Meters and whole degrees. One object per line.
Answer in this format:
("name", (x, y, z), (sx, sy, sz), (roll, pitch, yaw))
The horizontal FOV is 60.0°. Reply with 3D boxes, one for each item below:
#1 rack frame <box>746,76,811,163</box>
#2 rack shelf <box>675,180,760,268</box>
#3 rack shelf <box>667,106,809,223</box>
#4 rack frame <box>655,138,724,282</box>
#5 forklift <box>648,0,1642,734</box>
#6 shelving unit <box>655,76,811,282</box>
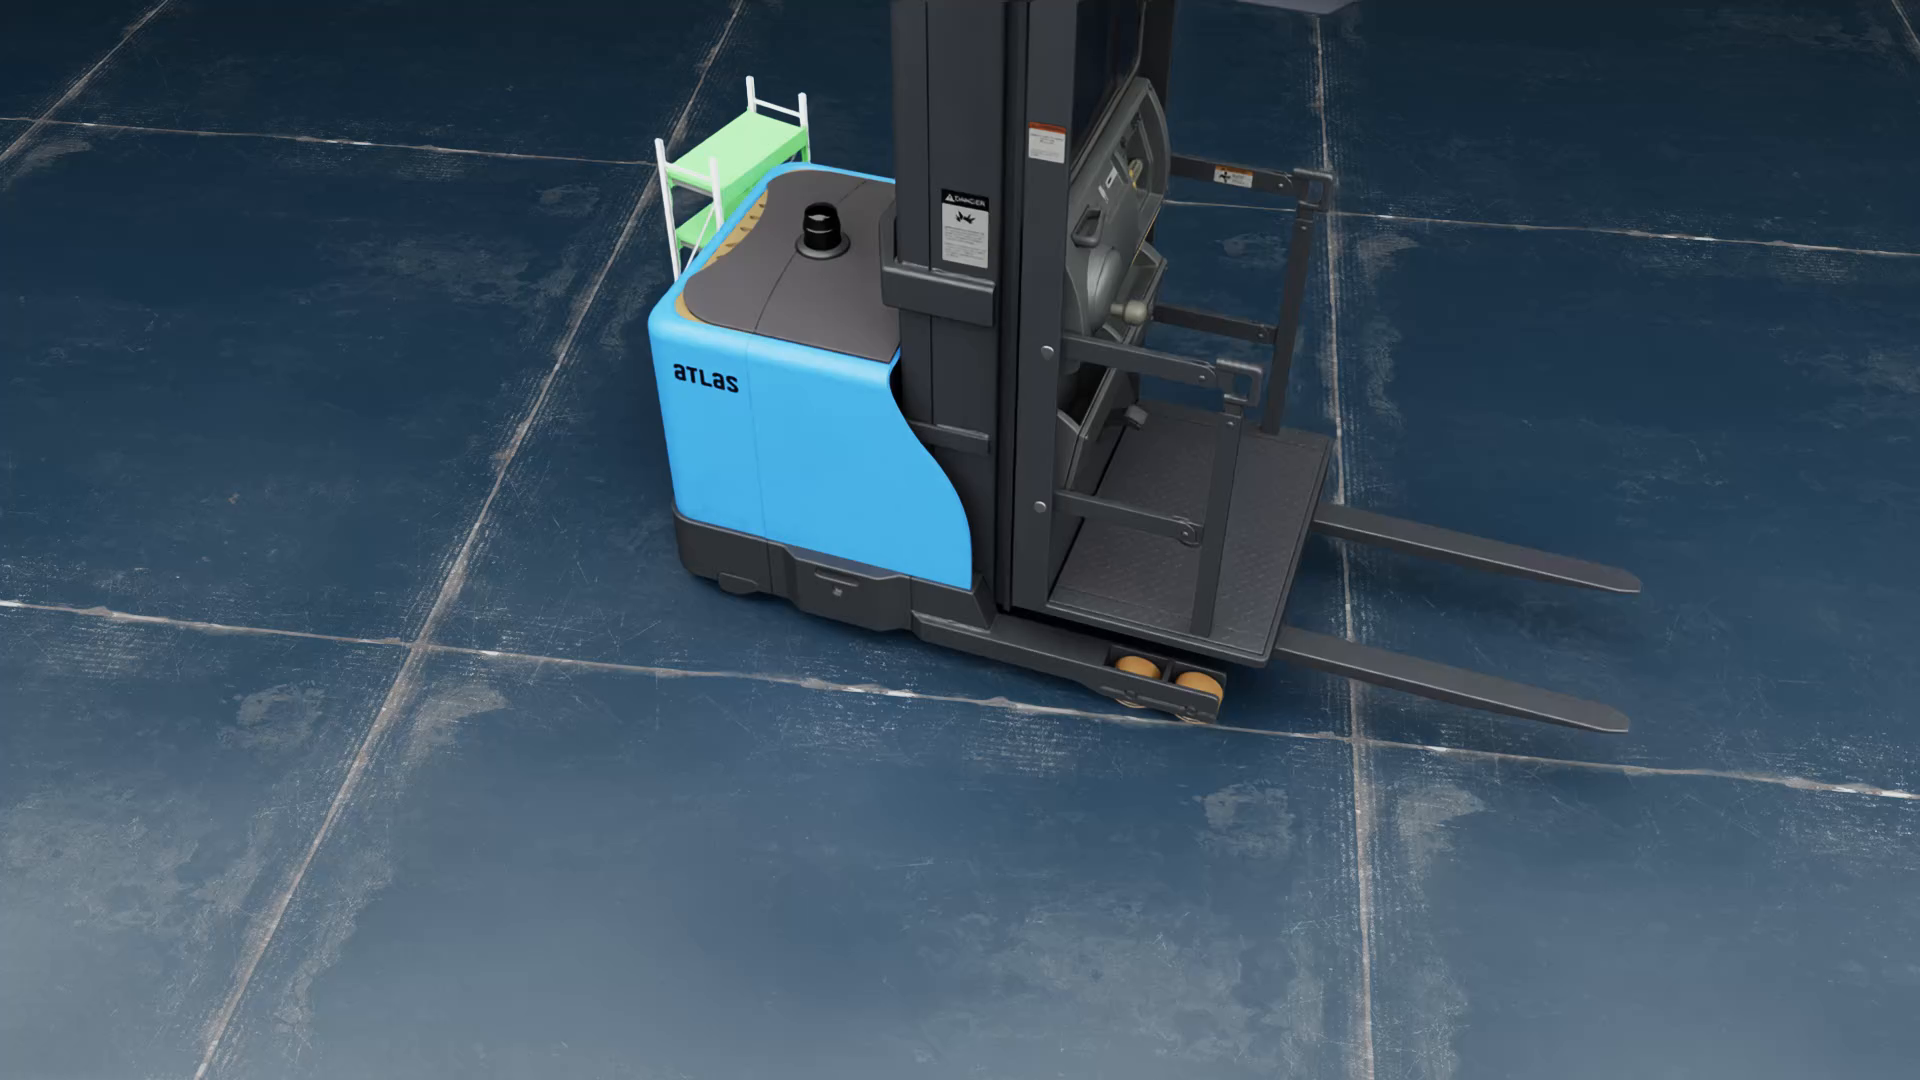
("rack frame", (-0.624, -1.102, 6.041), (0.240, 1.200, 0.015), (23, 48, 22))
("rack shelf", (-0.751, -1.087, 5.769), (0.258, 0.148, 0.480), (23, 48, 22))
("rack shelf", (-0.751, -1.261, 5.604), (0.258, 0.148, 0.480), (23, 48, 22))
("rack frame", (-0.879, -0.816, 5.739), (0.240, 1.200, 0.015), (23, 48, 22))
("forklift", (0.631, -0.909, 4.579), (3.031, 2.935, 1.130), (14, 45, 14))
("shelving unit", (-0.751, -0.959, 5.890), (0.258, 1.200, 0.503), (23, 48, 22))
